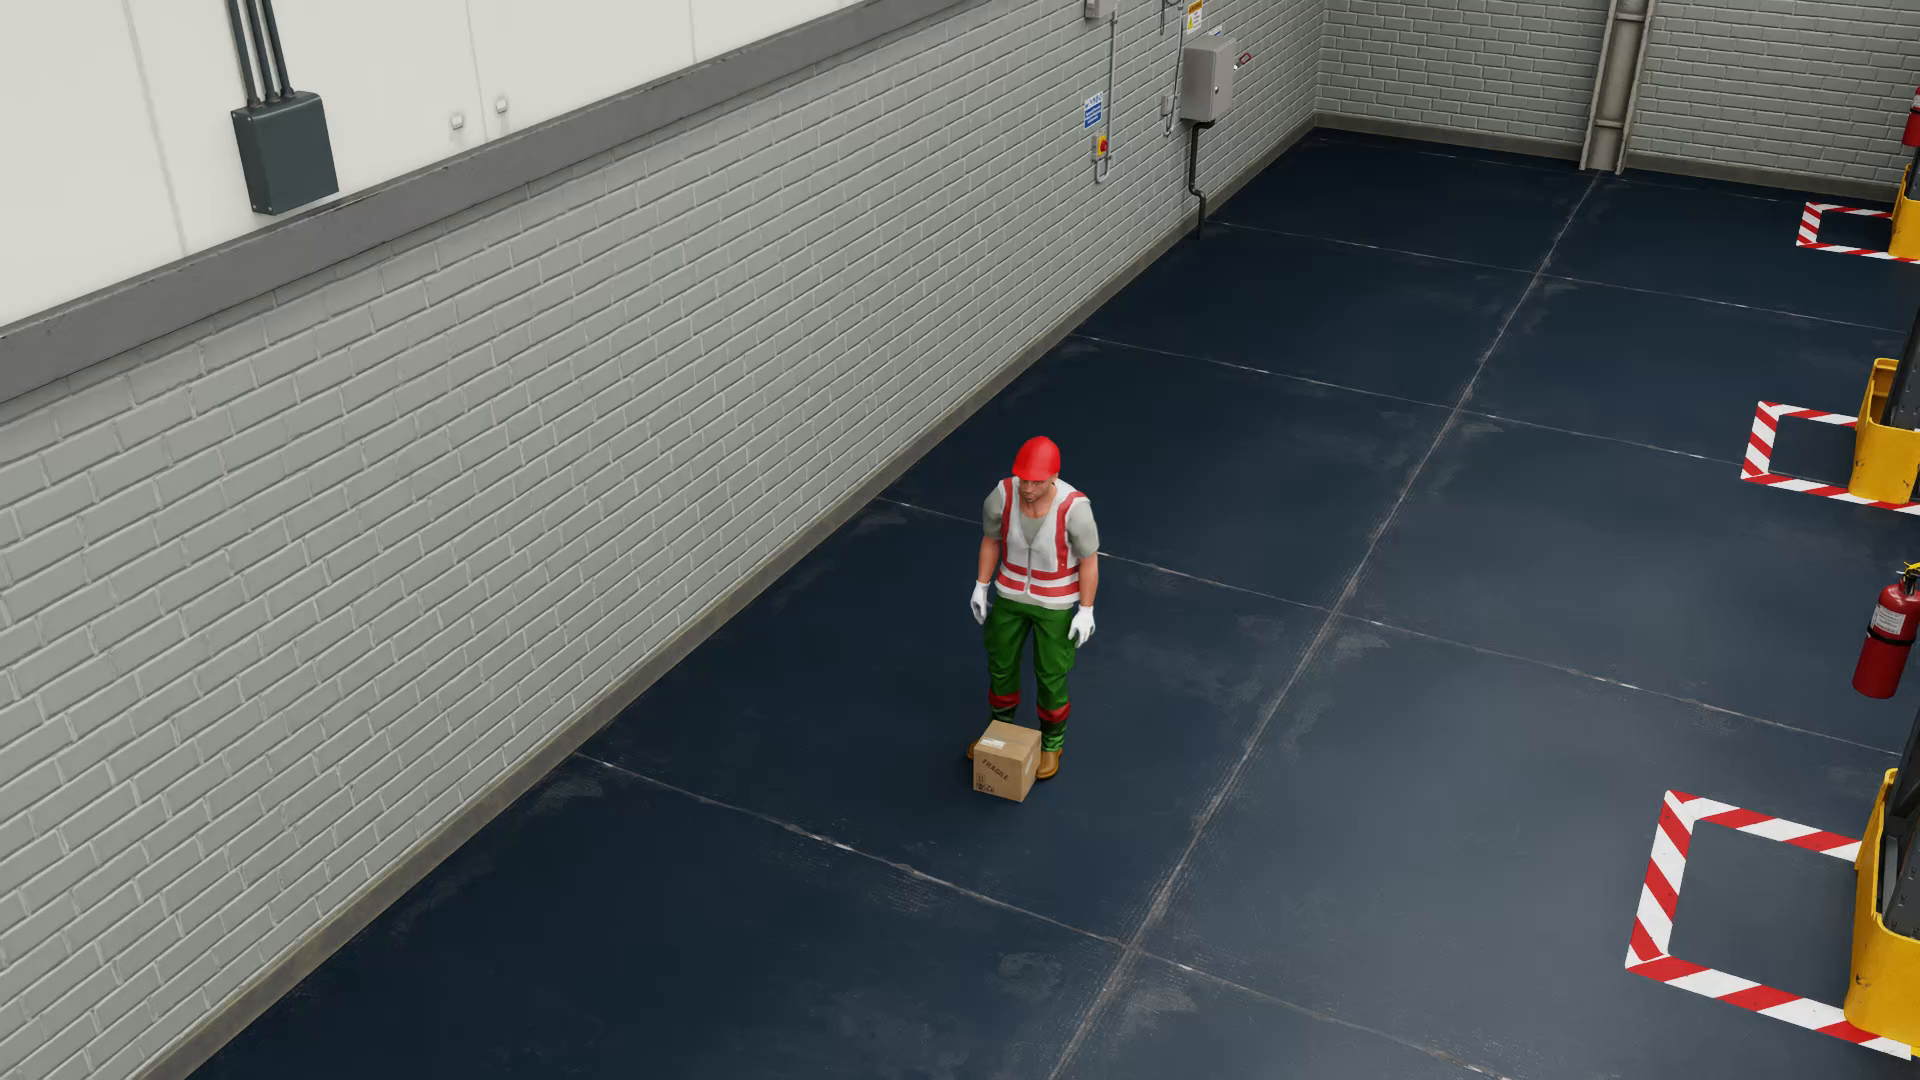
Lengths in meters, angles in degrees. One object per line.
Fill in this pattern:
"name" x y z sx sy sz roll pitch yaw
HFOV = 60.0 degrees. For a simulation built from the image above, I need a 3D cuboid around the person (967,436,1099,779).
"person" 0.340 0.297 7.761 0.613 1.778 0.452 12 32 20
